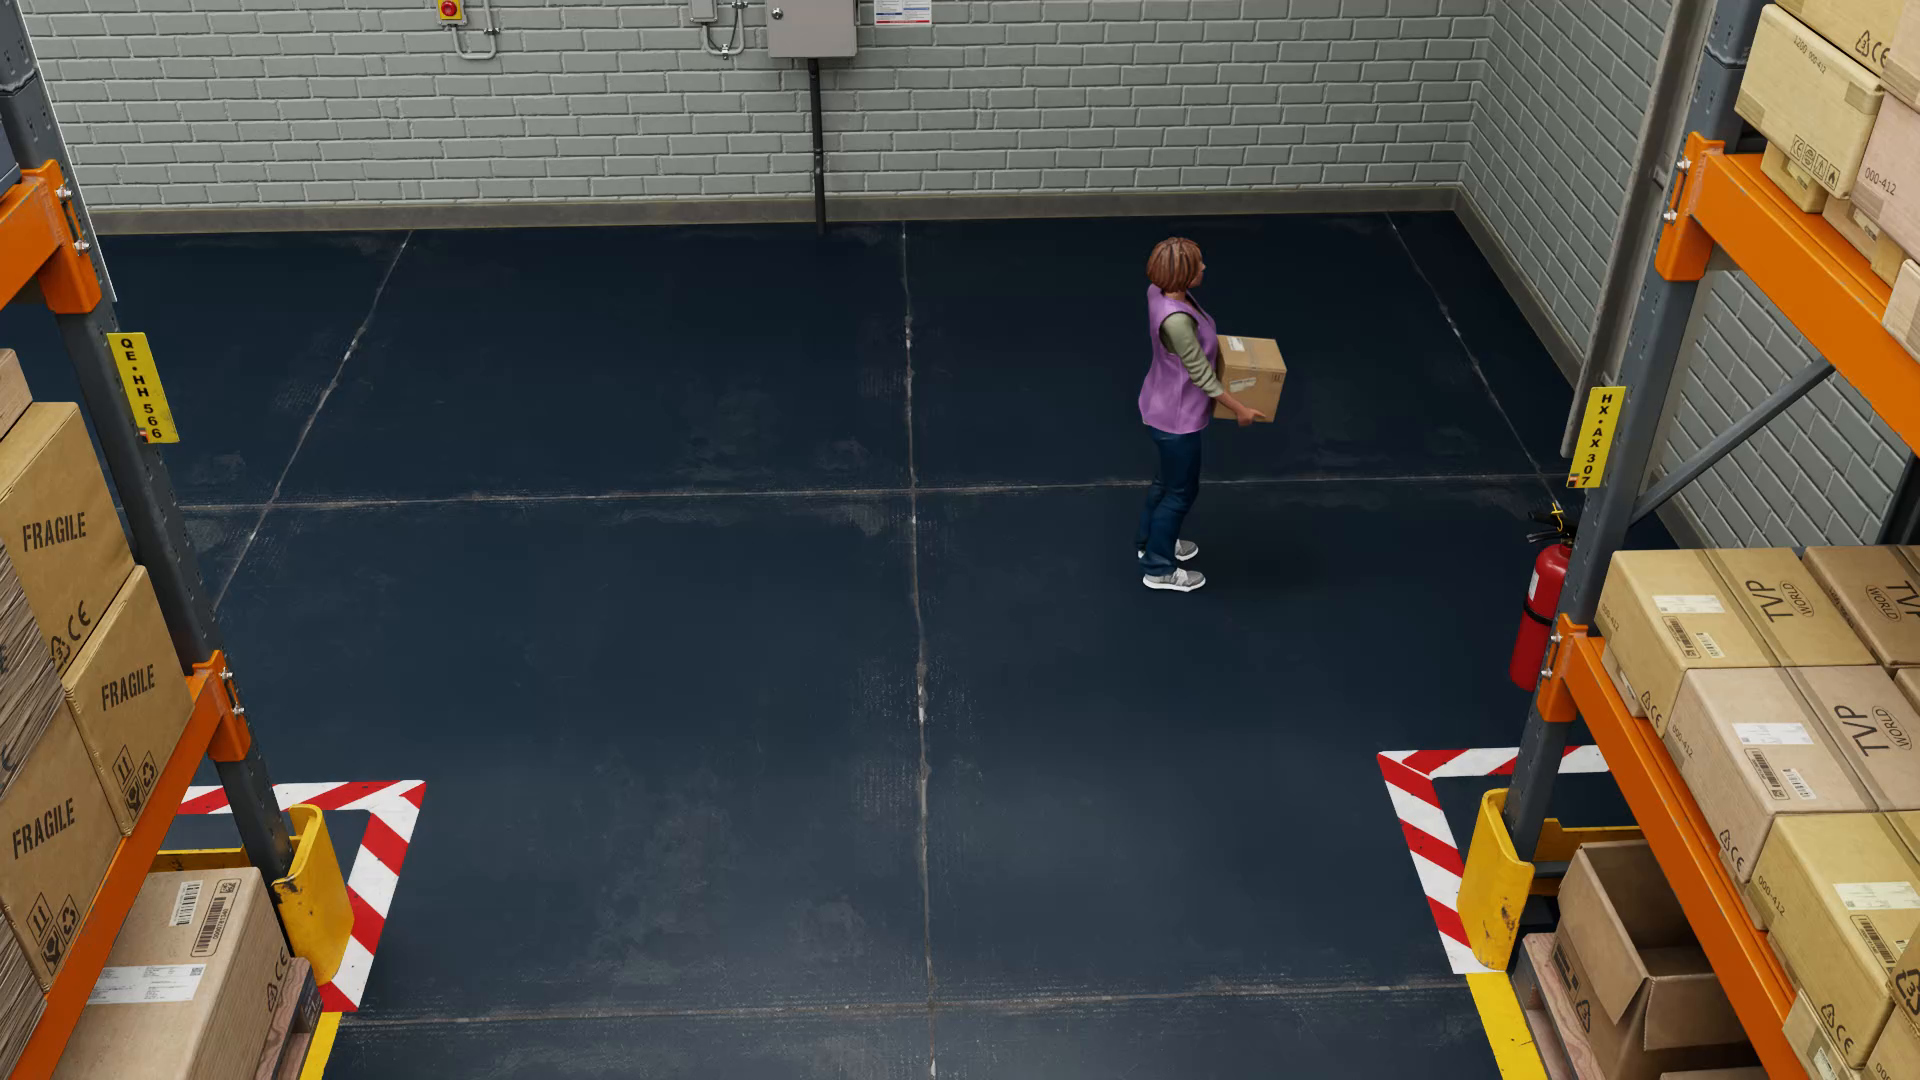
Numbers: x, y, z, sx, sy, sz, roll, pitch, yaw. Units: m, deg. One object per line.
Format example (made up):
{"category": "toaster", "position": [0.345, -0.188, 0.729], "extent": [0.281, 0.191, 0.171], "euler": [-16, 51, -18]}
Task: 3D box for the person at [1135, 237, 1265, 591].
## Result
{"category": "person", "position": [0.980, -0.516, 6.877], "extent": [0.499, 1.589, 0.405], "euler": [-1, 36, -2]}
